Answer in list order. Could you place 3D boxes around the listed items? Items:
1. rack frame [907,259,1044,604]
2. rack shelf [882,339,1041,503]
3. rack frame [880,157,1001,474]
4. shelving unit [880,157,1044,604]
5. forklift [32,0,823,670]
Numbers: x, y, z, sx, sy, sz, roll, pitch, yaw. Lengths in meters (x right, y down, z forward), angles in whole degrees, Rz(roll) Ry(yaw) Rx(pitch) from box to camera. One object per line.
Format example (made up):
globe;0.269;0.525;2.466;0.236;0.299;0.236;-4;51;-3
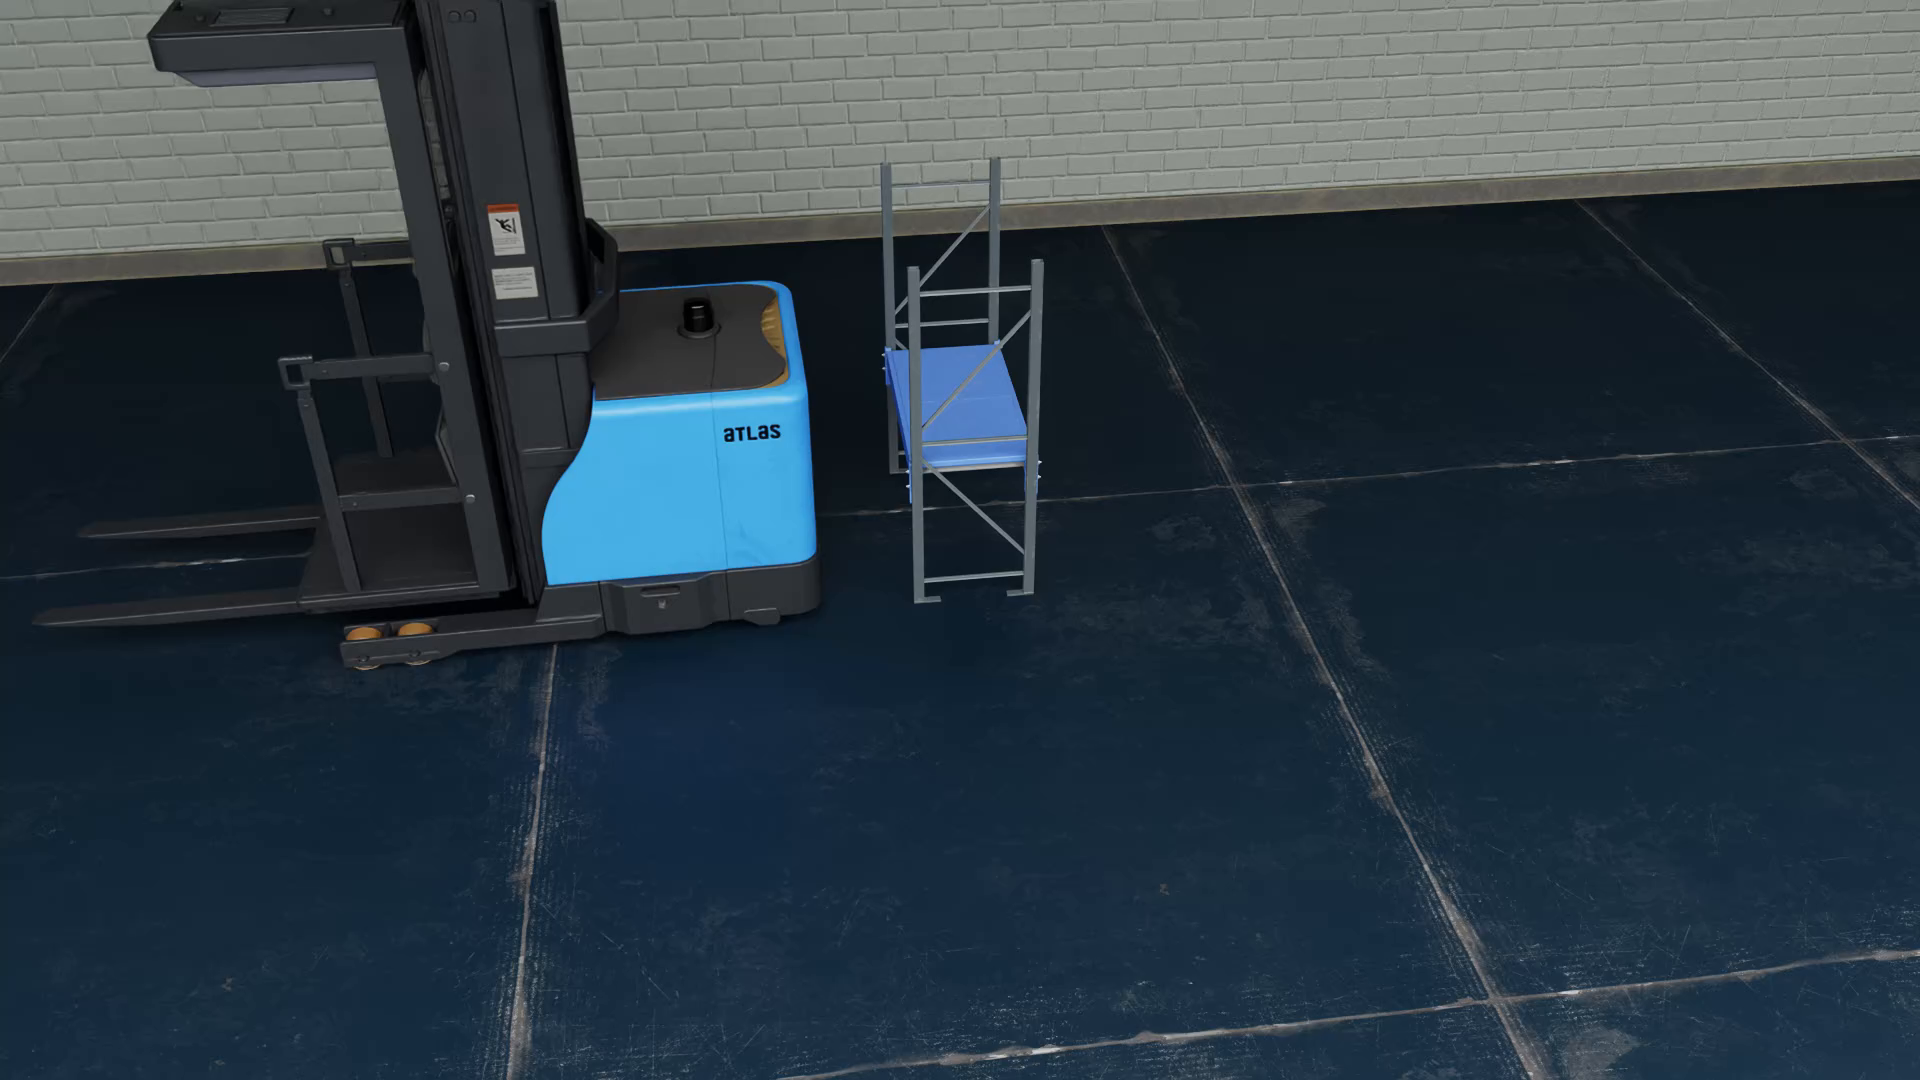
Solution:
rack frame;0.057;-0.384;6.481;0.500;1.500;0.032;-4;35;-6
rack shelf;-0.011;-0.519;6.999;0.538;0.185;1.000;-4;35;-6
rack frame;-0.080;-0.951;7.314;0.500;1.500;0.032;-4;35;-6
shelving unit;-0.011;-0.667;6.897;0.538;1.500;1.048;-4;35;-6
forklift;-2.121;-1.024;6.149;3.031;2.935;1.130;-5;35;-7
